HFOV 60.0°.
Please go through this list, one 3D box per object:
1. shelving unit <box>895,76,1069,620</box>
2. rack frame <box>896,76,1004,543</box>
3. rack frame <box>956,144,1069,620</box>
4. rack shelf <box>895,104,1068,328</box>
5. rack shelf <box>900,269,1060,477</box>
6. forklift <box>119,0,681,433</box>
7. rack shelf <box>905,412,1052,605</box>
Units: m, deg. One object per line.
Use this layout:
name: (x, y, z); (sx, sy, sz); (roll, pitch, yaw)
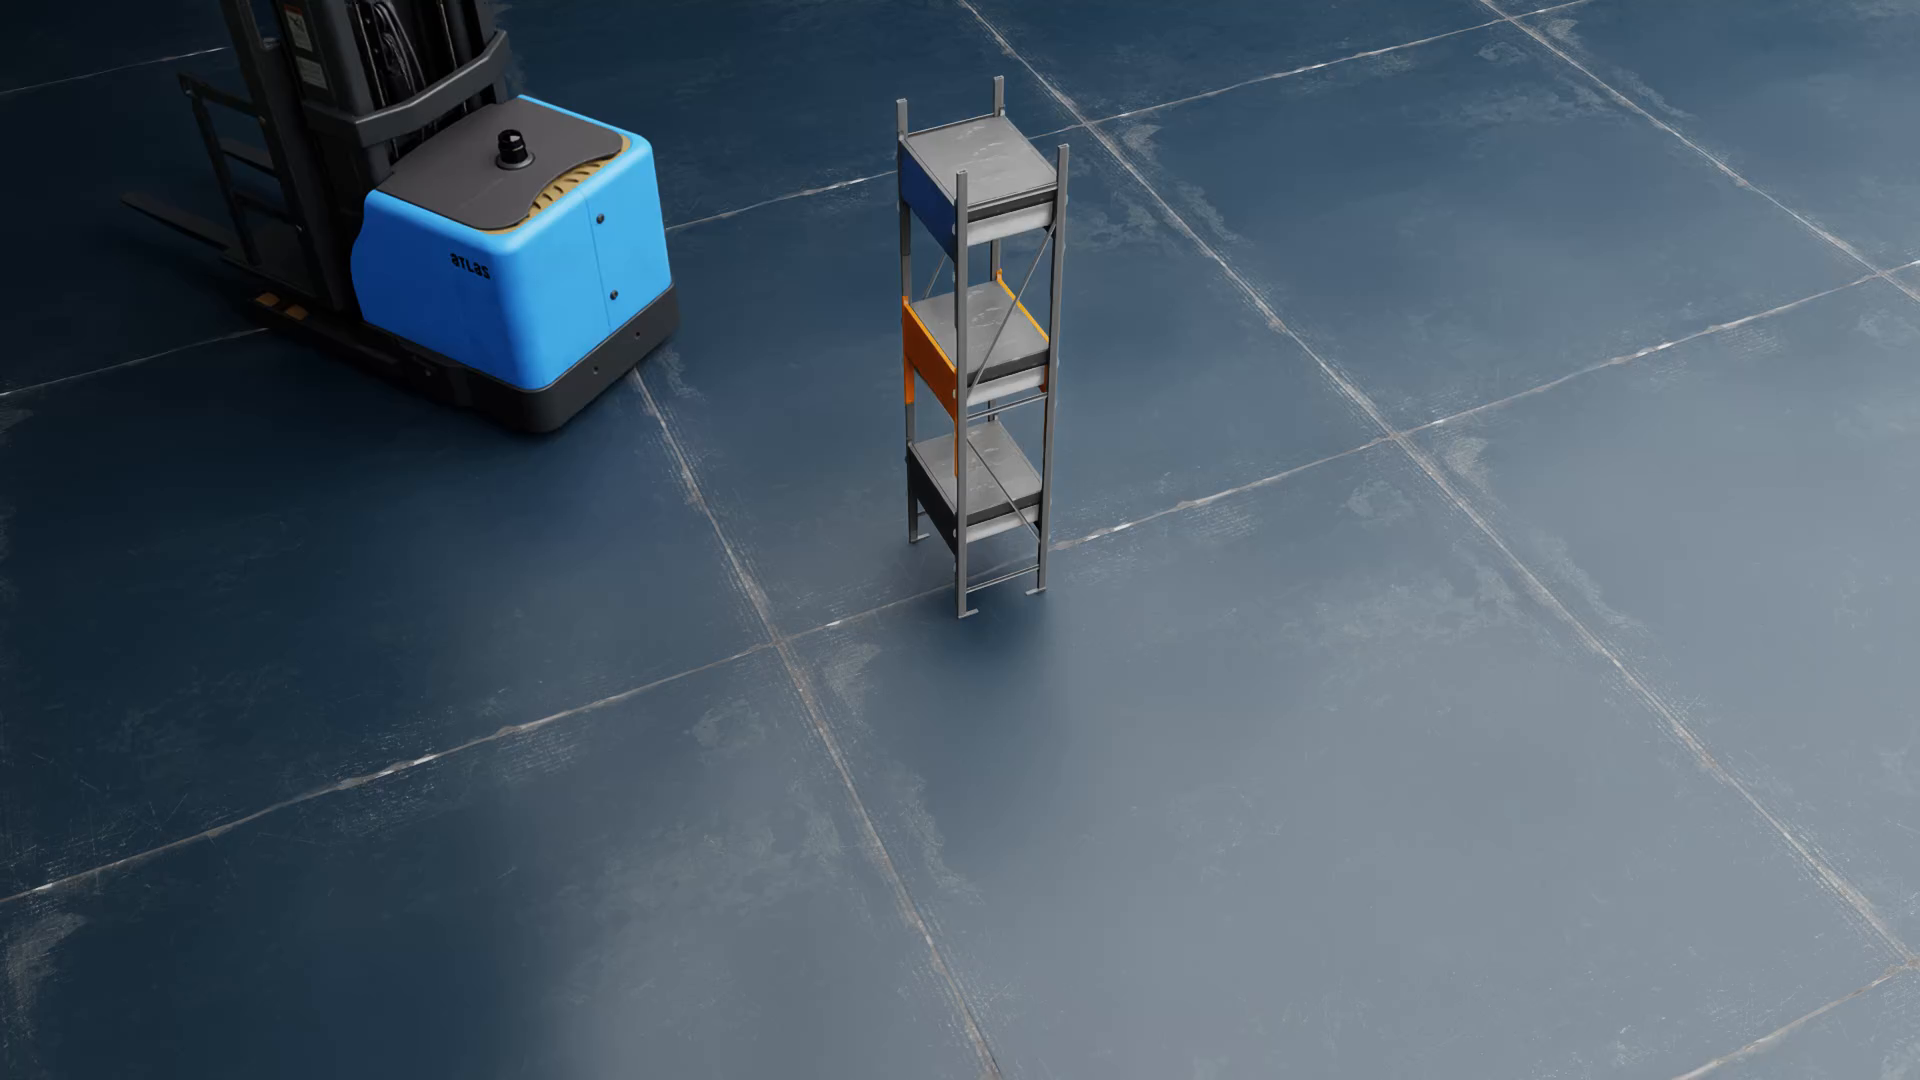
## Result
shelving unit: (0.070, -0.642, 6.274); (0.431, 2.100, 0.503); (-18, 47, -17)
rack frame: (-0.033, -0.797, 6.432); (0.400, 2.100, 0.015); (-18, 47, -17)
rack frame: (0.172, -0.486, 6.117); (0.400, 2.100, 0.015); (-18, 47, -17)
rack shelf: (0.070, -1.130, 5.792); (0.431, 0.518, 0.480); (-18, 47, -17)
rack shelf: (0.070, -0.632, 6.284); (0.431, 0.518, 0.480); (-18, 47, -17)
forklift: (-2.887, -2.312, 7.375); (3.031, 2.935, 1.130); (23, 49, 22)
rack shelf: (0.070, -0.134, 6.776); (0.431, 0.518, 0.480); (-18, 47, -17)
